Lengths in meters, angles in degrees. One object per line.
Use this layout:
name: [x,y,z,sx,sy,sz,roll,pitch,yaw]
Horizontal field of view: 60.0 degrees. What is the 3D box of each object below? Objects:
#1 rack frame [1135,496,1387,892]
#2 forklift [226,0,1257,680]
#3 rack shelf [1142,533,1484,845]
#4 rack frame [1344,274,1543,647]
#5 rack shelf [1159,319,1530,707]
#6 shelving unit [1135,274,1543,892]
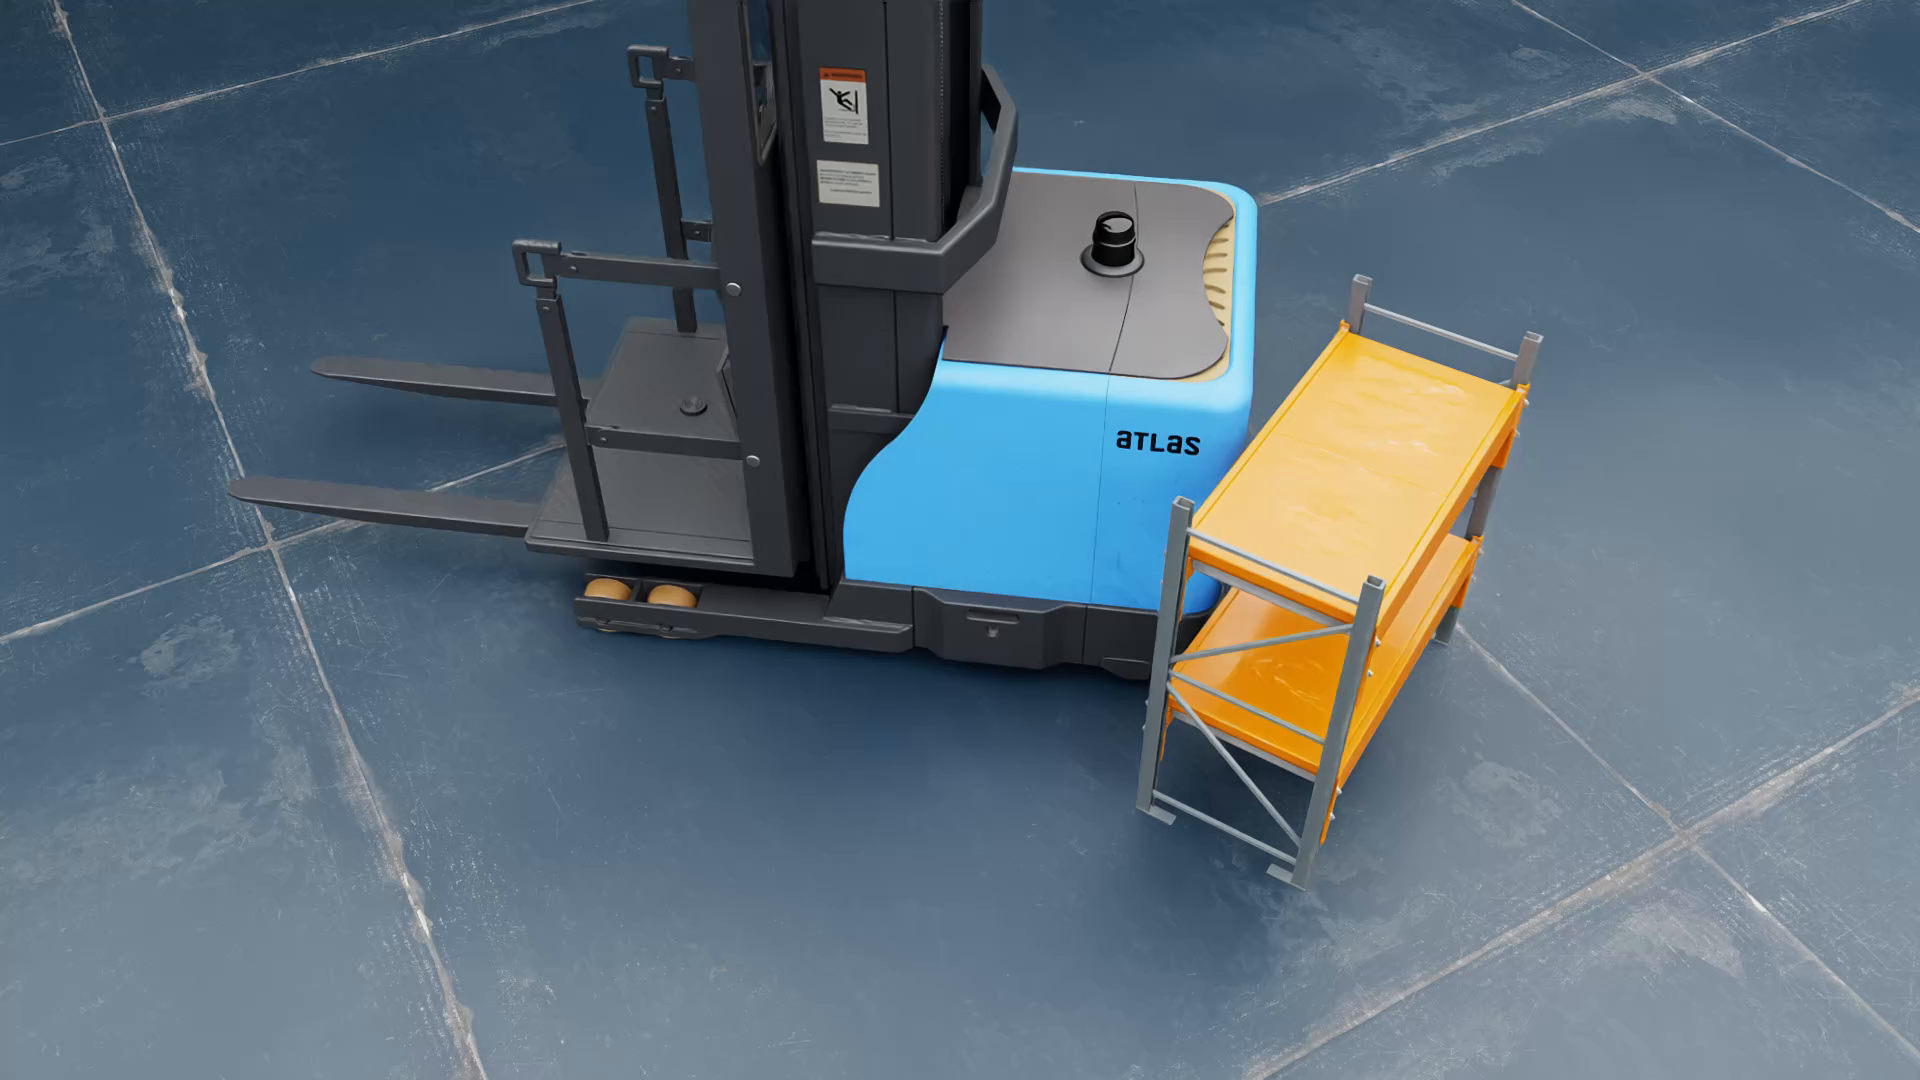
rack frame: [0.693,0.406,4.024,0.500,1.125,0.032,24,49,23]
forklift: [-0.699,-1.116,4.296,3.031,2.935,1.130,6,44,6]
rack shelf: [0.967,0.283,4.502,0.538,0.278,1.000,24,49,23]
rack frame: [1.242,-0.190,4.638,0.500,1.125,0.032,24,49,23]
rack shelf: [0.967,-0.102,4.127,0.538,0.278,1.000,24,49,23]
shelving unit: [0.967,0.108,4.331,0.538,1.125,1.048,24,49,23]
